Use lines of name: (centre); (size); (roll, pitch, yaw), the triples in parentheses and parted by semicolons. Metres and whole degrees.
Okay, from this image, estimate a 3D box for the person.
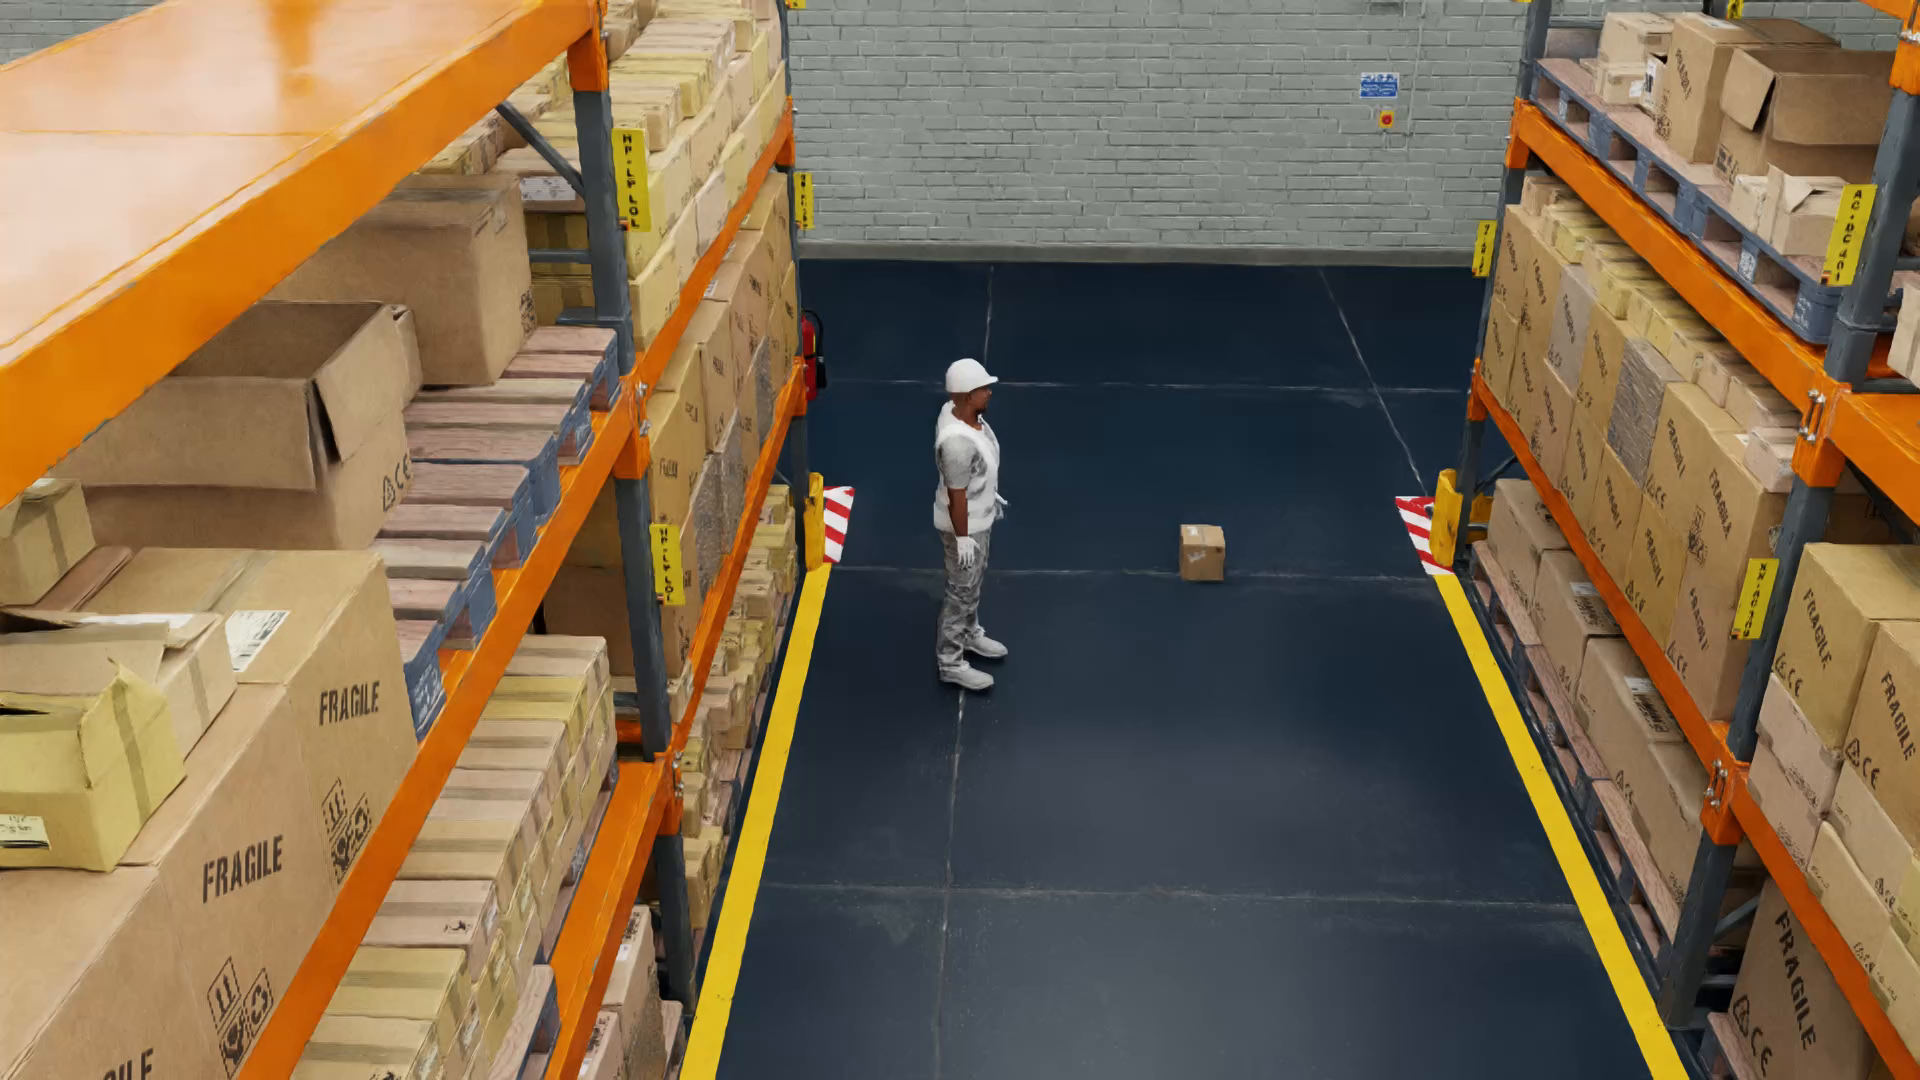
person: (0.055, -0.111, 8.757); (0.401, 1.790, 0.596); (2, 28, 4)
